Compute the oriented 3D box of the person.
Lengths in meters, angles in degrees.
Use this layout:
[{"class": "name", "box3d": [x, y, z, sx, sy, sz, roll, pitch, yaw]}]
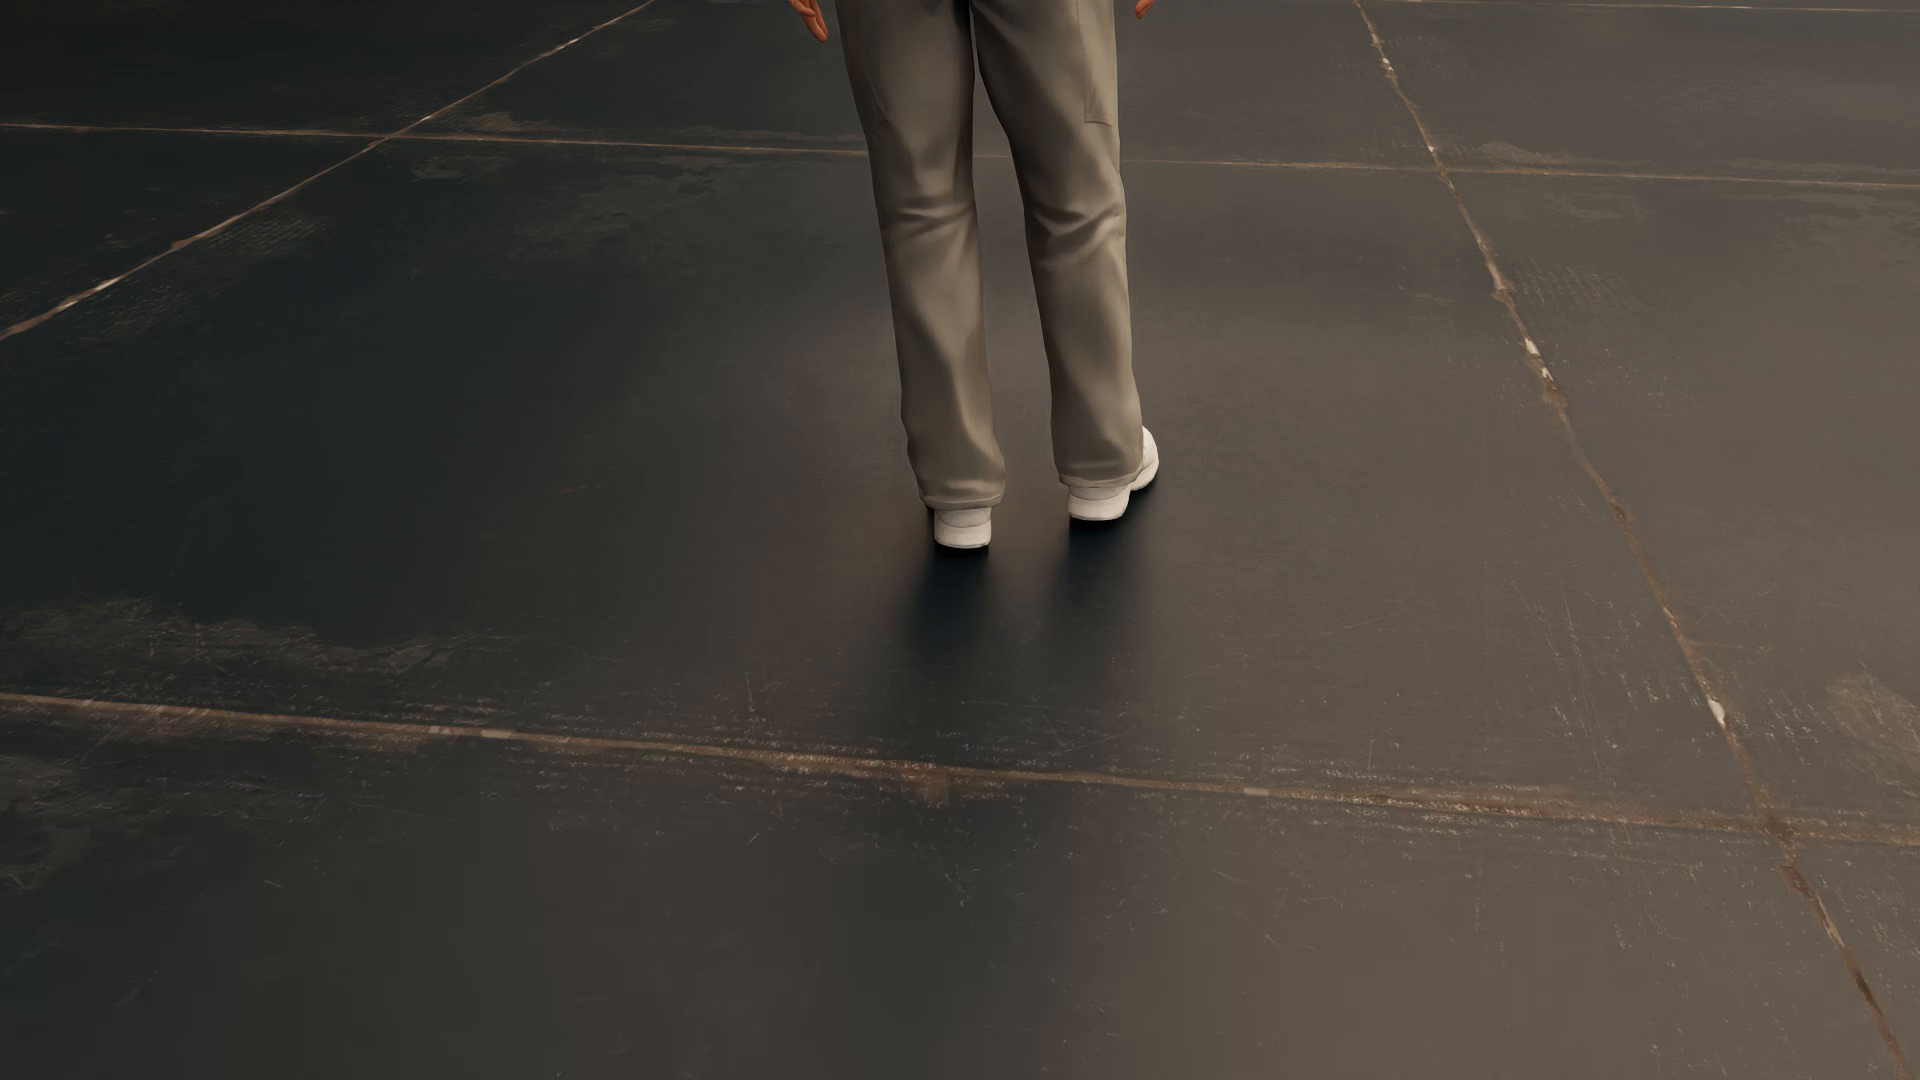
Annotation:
[{"class": "person", "box3d": [0.024, -0.788, 2.187, 0.549, 1.673, 0.548, 3, 27, 7]}]
